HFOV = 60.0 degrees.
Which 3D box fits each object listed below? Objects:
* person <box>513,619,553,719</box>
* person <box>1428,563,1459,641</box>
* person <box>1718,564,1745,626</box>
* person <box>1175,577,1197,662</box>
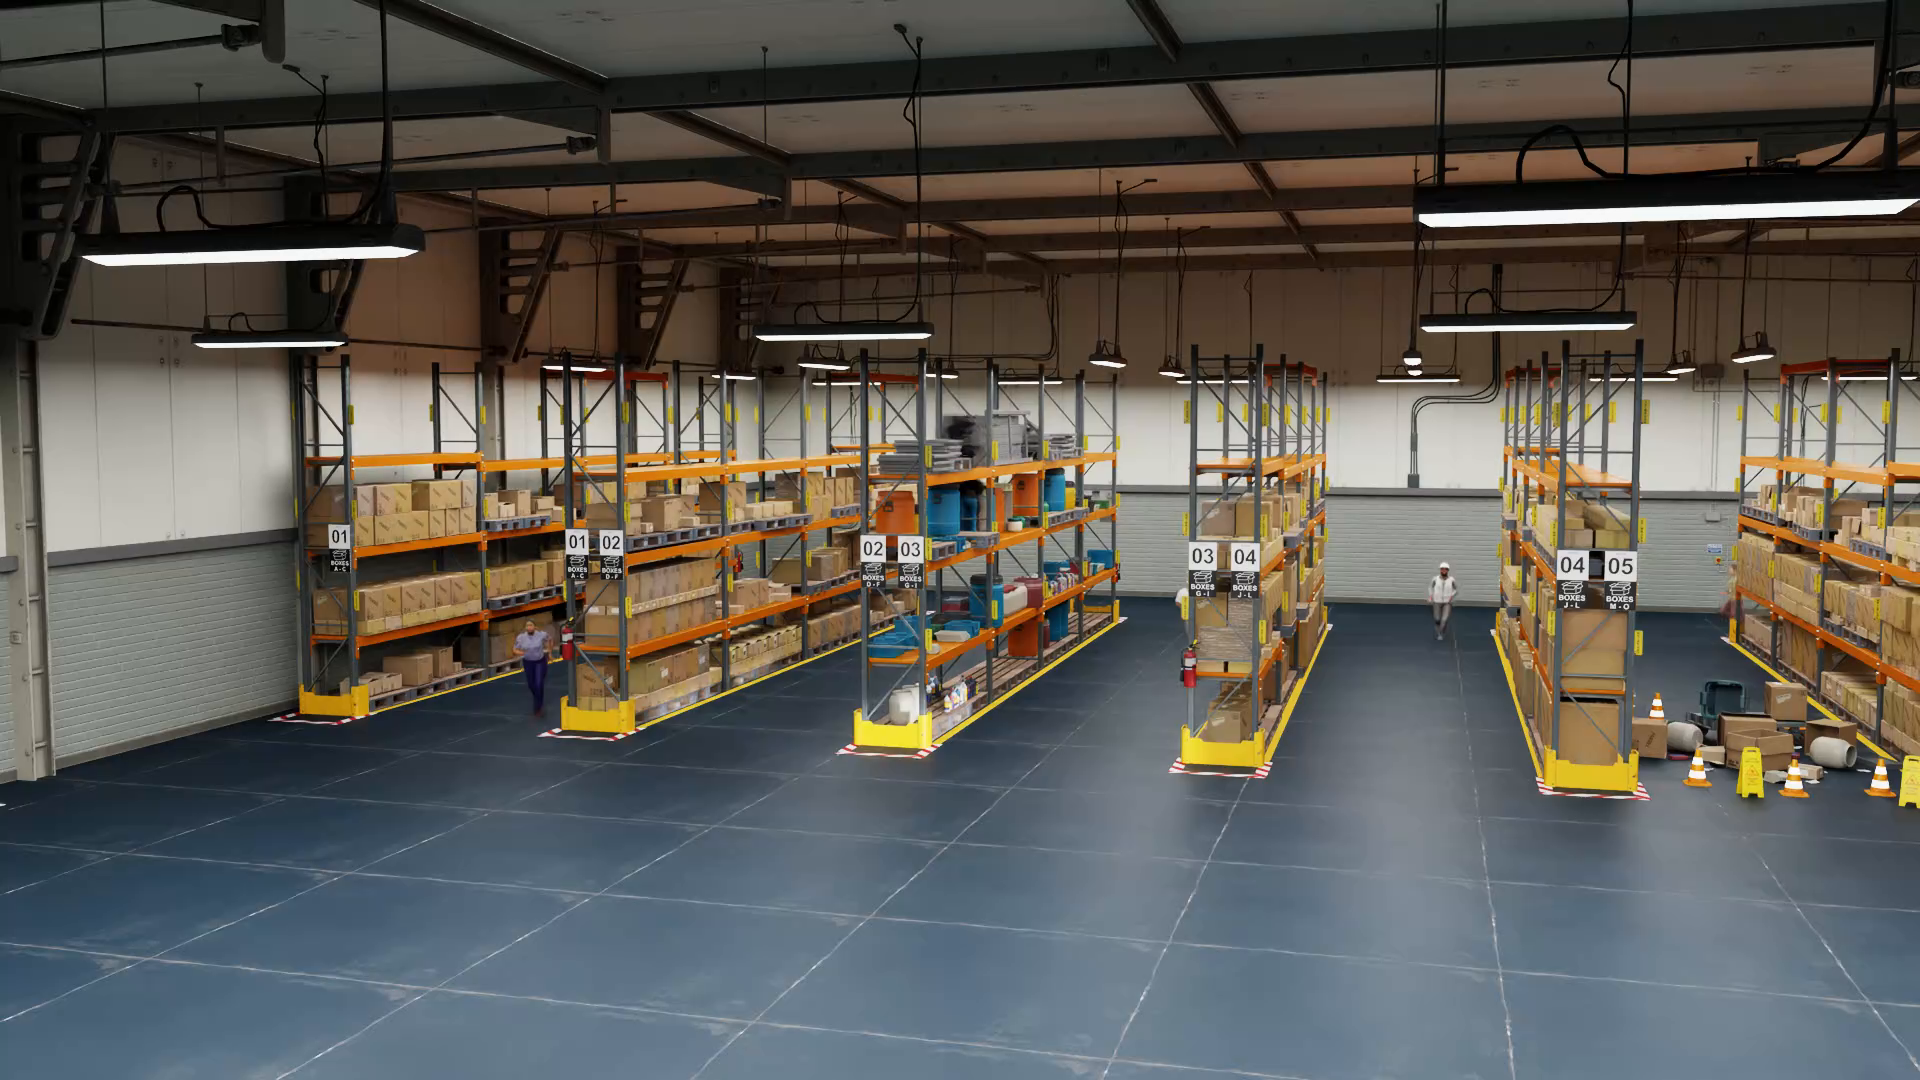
[{"bbox_3d":[-7.114,2.114,27.807,0.604,1.643,0.940,0,4,2],"label":"person"},{"bbox_3d":[10.770,1.372,37.050,0.662,1.733,0.595,1,5,18],"label":"person"},{"bbox_3d":[17.545,1.351,37.712,0.654,1.622,0.565,2,5,20],"label":"person"},{"bbox_3d":[4.709,1.598,33.727,0.674,1.811,0.827,2,5,24],"label":"person"}]
